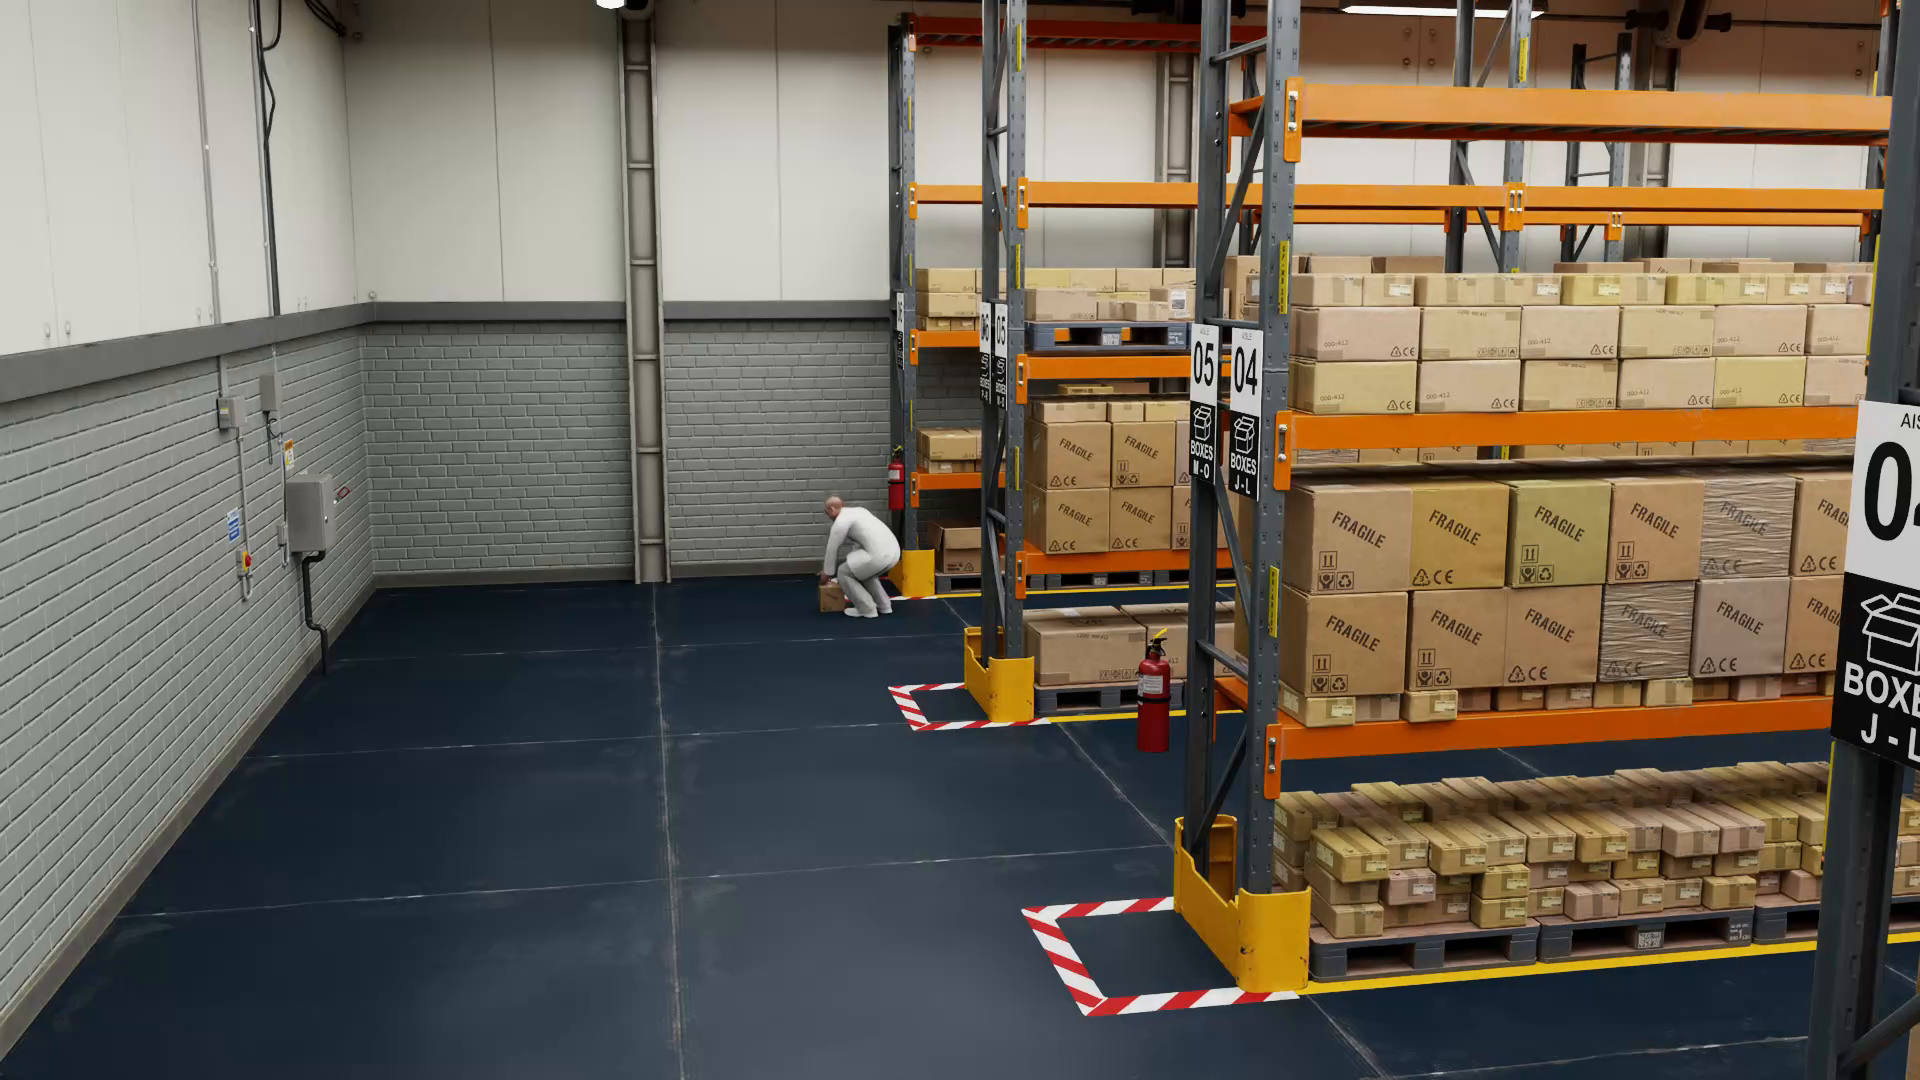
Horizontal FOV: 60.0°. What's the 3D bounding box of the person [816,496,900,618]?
[{"bbox_3d":[-1.001,0.166,16.750,0.822,1.183,0.625,6,11,32],"label":"person"}]
